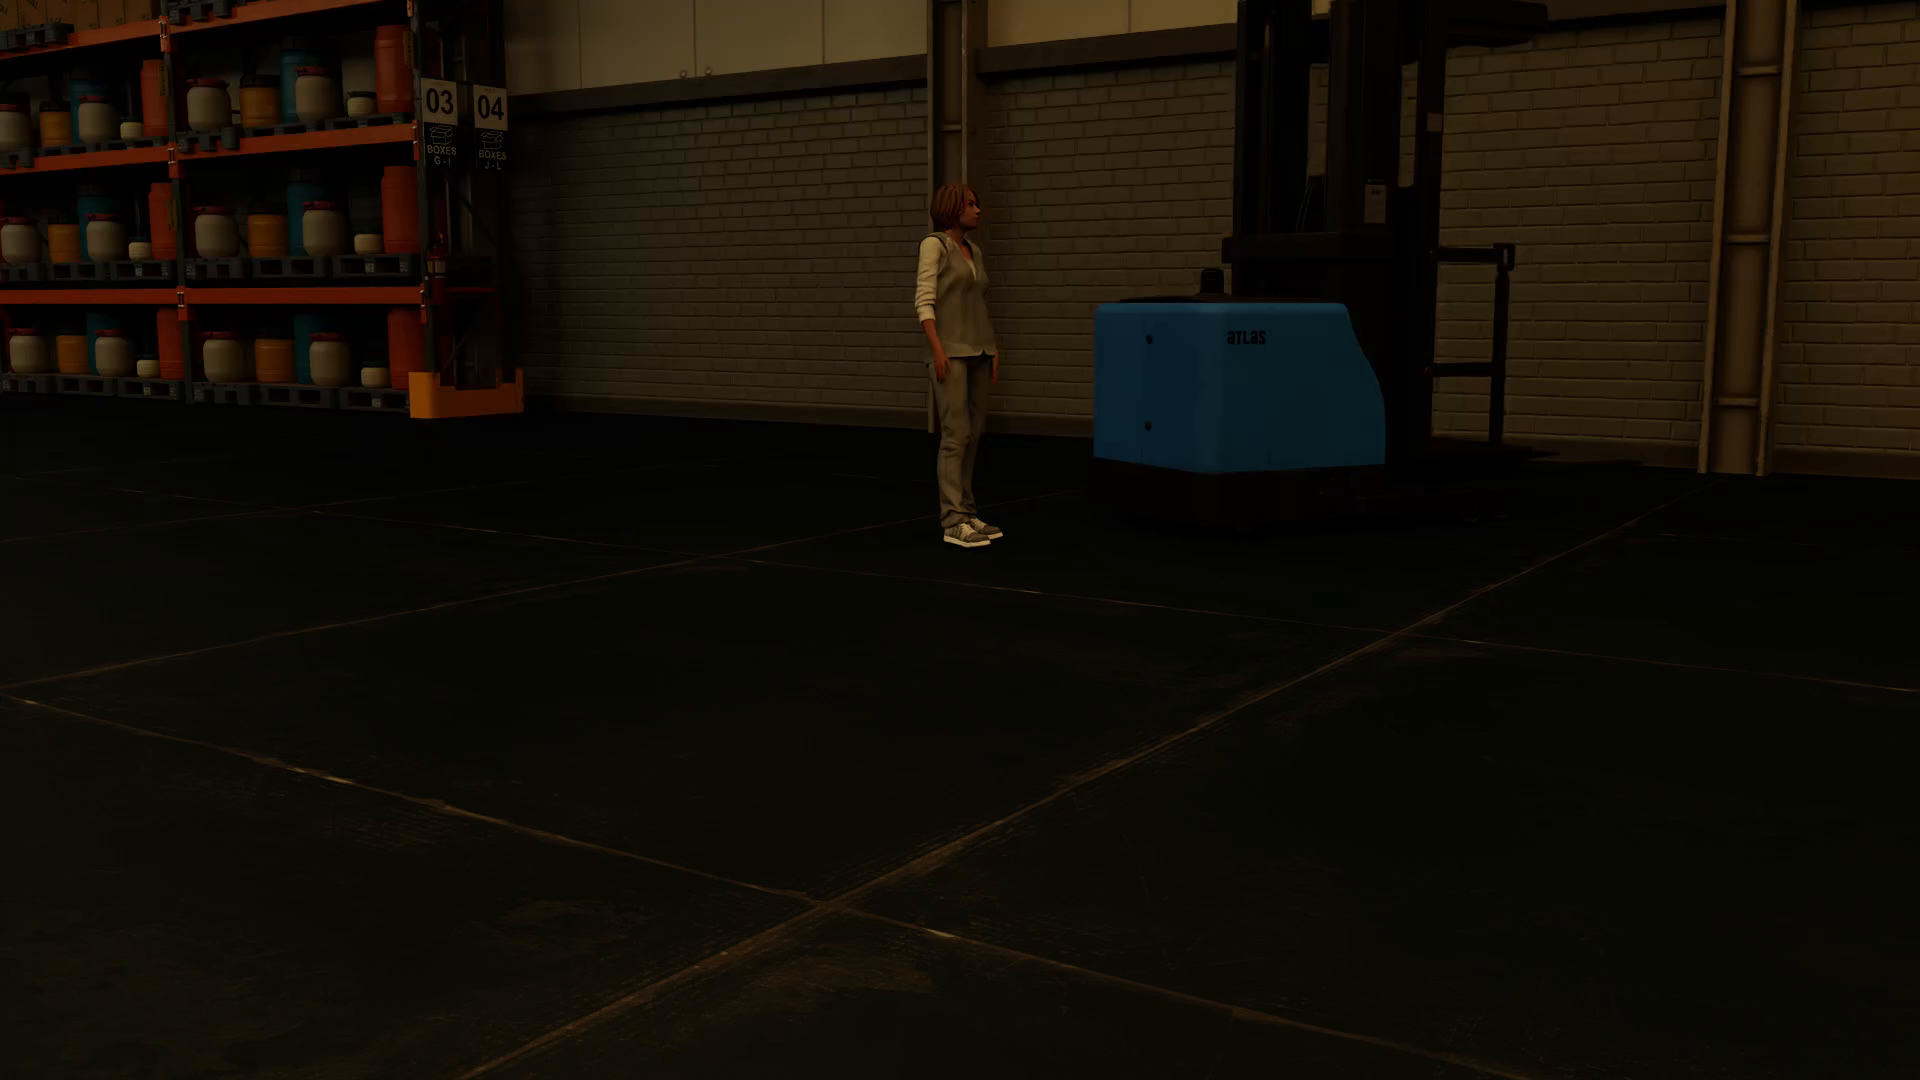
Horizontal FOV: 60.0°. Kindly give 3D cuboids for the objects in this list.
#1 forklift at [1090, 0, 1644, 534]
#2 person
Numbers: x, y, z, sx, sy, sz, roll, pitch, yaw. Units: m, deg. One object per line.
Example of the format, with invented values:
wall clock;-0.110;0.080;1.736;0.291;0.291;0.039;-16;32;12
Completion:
forklift;2.203;-1.599;8.436;3.031;2.935;1.130;-4;9;-27
person;0.055;-0.790;7.437;0.472;1.600;0.520;5;10;34
